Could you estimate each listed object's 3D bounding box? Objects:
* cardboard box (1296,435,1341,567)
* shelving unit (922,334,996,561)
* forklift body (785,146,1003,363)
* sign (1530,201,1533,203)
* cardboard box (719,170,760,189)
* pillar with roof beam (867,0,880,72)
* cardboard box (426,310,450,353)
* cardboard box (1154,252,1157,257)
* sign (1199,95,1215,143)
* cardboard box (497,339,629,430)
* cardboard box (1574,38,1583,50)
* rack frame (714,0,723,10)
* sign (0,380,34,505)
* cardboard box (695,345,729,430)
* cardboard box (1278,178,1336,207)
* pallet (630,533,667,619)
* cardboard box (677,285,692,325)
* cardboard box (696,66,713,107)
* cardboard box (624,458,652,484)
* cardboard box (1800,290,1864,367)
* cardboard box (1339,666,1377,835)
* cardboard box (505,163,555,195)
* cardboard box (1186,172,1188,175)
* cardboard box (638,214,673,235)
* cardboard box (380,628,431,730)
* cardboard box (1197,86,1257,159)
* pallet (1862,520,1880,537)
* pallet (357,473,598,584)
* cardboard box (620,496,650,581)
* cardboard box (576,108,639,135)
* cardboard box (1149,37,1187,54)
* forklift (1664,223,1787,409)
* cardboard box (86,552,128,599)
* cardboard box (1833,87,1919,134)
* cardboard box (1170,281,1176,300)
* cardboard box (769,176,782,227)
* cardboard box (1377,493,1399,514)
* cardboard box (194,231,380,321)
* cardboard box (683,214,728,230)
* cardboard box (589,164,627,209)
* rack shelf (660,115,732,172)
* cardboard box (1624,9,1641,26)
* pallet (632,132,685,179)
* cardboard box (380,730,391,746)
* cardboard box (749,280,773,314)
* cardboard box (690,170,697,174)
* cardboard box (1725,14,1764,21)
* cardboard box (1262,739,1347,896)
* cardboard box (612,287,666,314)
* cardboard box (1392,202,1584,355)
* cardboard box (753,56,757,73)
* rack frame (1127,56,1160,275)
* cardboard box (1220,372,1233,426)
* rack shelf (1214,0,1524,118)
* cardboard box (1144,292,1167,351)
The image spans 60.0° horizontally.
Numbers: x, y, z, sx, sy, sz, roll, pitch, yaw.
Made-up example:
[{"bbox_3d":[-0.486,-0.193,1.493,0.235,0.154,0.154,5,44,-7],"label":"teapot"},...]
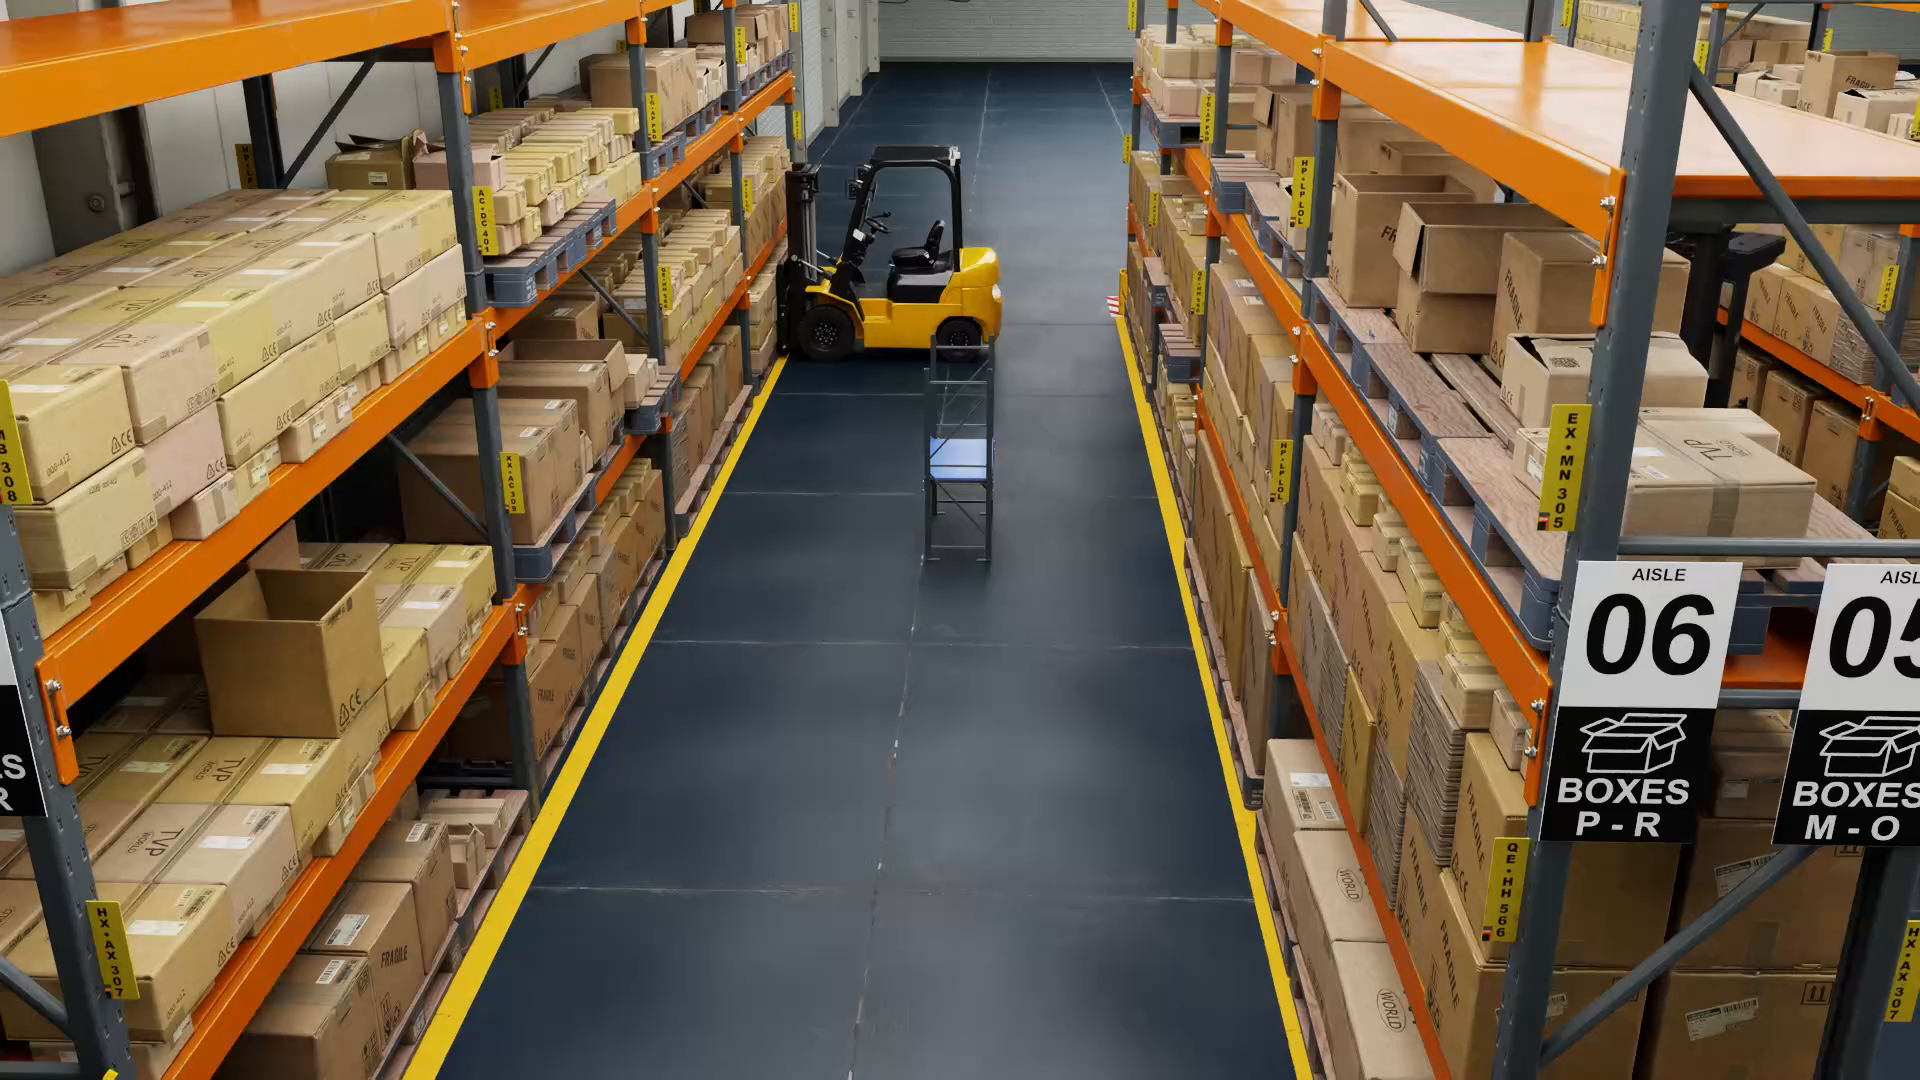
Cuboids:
[{"bbox_3d":[1.888,-0.179,7.822,0.500,0.500,0.500,1,21,2],"label":"cardboard box"},{"bbox_3d":[0.003,-0.730,12.837,0.538,1.500,1.048,1,21,2],"label":"shelving unit"},{"bbox_3d":[-0.686,-3.126,18.113,2.313,2.155,1.214,1,21,2],"label":"forklift body"},{"bbox_3d":[2.700,-1.506,7.794,0.100,0.325,0.005,1,21,2],"label":"sign"},{"bbox_3d":[-2.240,-3.661,16.871,0.380,0.149,0.250,1,21,3],"label":"cardboard box"},{"bbox_3d":[1.842,-17.582,45.903,9.100,9.000,0.400,1,21,2],"label":"pillar with roof beam"},{"bbox_3d":[-2.543,-0.948,7.527,0.380,0.149,0.250,1,21,1],"label":"cardboard box"},{"bbox_3d":[2.093,-2.730,16.267,0.380,0.149,0.250,0,21,1],"label":"cardboard box"},{"bbox_3d":[1.724,-2.928,11.567,0.100,0.325,0.005,1,21,2],"label":"sign"},{"bbox_3d":[-2.560,-0.987,10.702,0.797,0.503,0.637,0,21,0],"label":"cardboard box"},{"bbox_3d":[7.130,-5.560,18.693,0.380,0.149,0.250,1,21,2],"label":"cardboard box"},{"bbox_3d":[-2.448,-7.024,18.692,0.949,2.616,0.053,1,21,2],"label":"rack frame"},{"bbox_3d":[-2.396,-0.242,4.152,0.100,0.325,0.005,1,21,2],"label":"sign"},{"bbox_3d":[-2.609,-1.401,15.195,0.875,0.625,0.625,0,21,1],"label":"cardboard box"},{"bbox_3d":[2.053,-2.006,9.648,0.380,0.166,0.250,2,21,6],"label":"cardboard box"},{"bbox_3d":[-2.755,0.235,12.133,1.003,0.211,1.213,1,21,2],"label":"pallet"},{"bbox_3d":[-2.421,-1.837,13.133,0.500,0.250,0.500,1,21,3],"label":"cardboard box"},{"bbox_3d":[-2.375,-3.839,14.033,0.500,0.311,0.500,0,21,0],"label":"cardboard box"},{"bbox_3d":[-2.457,-0.487,12.114,0.380,0.149,0.250,0,21,-1],"label":"cardboard box"},{"bbox_3d":[6.979,-1.657,13.013,0.500,0.500,0.500,1,21,2],"label":"cardboard box"},{"bbox_3d":[1.812,0.833,6.598,0.500,0.500,0.500,1,21,3],"label":"cardboard box"},{"bbox_3d":[-2.401,-1.936,8.943,0.380,0.149,0.250,0,21,1],"label":"cardboard box"},{"bbox_3d":[2.698,-3.902,17.007,0.700,0.500,0.500,0,21,0],"label":"cardboard box"},{"bbox_3d":[-2.859,-2.909,15.345,0.380,0.149,0.250,0,21,0],"label":"cardboard box"},{"bbox_3d":[-2.617,0.591,7.156,0.500,0.250,0.500,0,21,1],"label":"cardboard box"},{"bbox_3d":[2.285,-3.280,13.047,0.797,0.503,0.637,1,21,2],"label":"cardboard box"},{"bbox_3d":[7.317,-0.248,13.376,1.003,0.211,1.213,1,21,2],"label":"pallet"},{"bbox_3d":[-2.683,-0.087,9.372,1.003,0.211,1.213,1,21,2],"label":"pallet"},{"bbox_3d":[-2.519,-0.029,11.833,0.500,0.500,0.500,0,21,1],"label":"cardboard box"},{"bbox_3d":[-2.410,-2.861,11.353,0.380,0.149,0.250,1,21,3],"label":"cardboard box"},{"bbox_3d":[2.131,-5.060,17.021,0.380,0.149,0.250,1,21,2],"label":"cardboard box"},{"bbox_3d":[5.056,-1.162,11.972,1.130,2.935,3.031,19,28,39],"label":"forklift"},{"bbox_3d":[-2.714,0.068,4.906,0.380,0.149,0.250,1,21,3],"label":"cardboard box"},{"bbox_3d":[6.949,-3.244,12.501,0.500,0.311,0.500,1,21,2],"label":"cardboard box"},{"bbox_3d":[1.988,-2.139,14.163,0.380,0.149,0.250,1,21,4],"label":"cardboard box"},{"bbox_3d":[-2.244,-3.721,18.333,0.500,0.500,0.500,0,21,1],"label":"cardboard box"},{"bbox_3d":[1.887,-0.077,6.664,0.380,0.149,0.250,1,21,1],"label":"cardboard box"},{"bbox_3d":[-2.622,-1.037,6.514,0.500,0.250,0.500,1,21,3],"label":"cardboard box"},{"bbox_3d":[-2.351,-2.911,15.349,0.380,0.149,0.250,0,21,1],"label":"cardboard box"},{"bbox_3d":[-2.482,-2.294,10.854,0.500,0.250,0.500,1,21,2],"label":"cardboard box"},{"bbox_3d":[-2.634,-3.212,13.739,0.919,0.124,3.809,1,21,2],"label":"rack shelf"},{"bbox_3d":[7.085,-5.383,17.134,0.380,0.149,0.250,1,21,2],"label":"cardboard box"},{"bbox_3d":[-2.764,-2.892,12.449,1.213,0.211,1.003,2,21,4],"label":"pallet"},{"bbox_3d":[-2.678,0.814,7.131,0.380,0.149,0.250,1,21,2],"label":"cardboard box"},{"bbox_3d":[-2.219,-2.518,17.209,0.500,0.250,0.500,1,21,2],"label":"cardboard box"},{"bbox_3d":[-2.877,-3.665,16.882,0.380,0.149,0.250,0,21,1],"label":"cardboard box"},{"bbox_3d":[7.719,-5.102,16.411,0.380,0.149,0.250,1,21,2],"label":"cardboard box"},{"bbox_3d":[2.019,1.389,8.264,0.875,0.438,0.875,0,21,1],"label":"cardboard box"},{"bbox_3d":[-2.391,-1.796,12.476,0.380,0.149,0.250,1,21,3],"label":"cardboard box"},{"bbox_3d":[2.136,-1.037,6.545,0.797,0.503,0.637,2,21,6],"label":"cardboard box"},{"bbox_3d":[-2.233,-4.742,16.585,0.380,0.149,0.250,1,21,3],"label":"cardboard box"},{"bbox_3d":[2.510,-4.174,19.640,1.000,3.000,0.127,1,21,2],"label":"rack frame"},{"bbox_3d":[1.960,-0.898,10.712,0.500,0.250,0.500,1,21,1],"label":"cardboard box"},{"bbox_3d":[2.206,-2.834,9.439,1.077,0.370,4.000,1,21,2],"label":"rack shelf"},{"bbox_3d":[2.138,-2.208,16.758,0.500,0.500,0.500,0,21,1],"label":"cardboard box"}]
